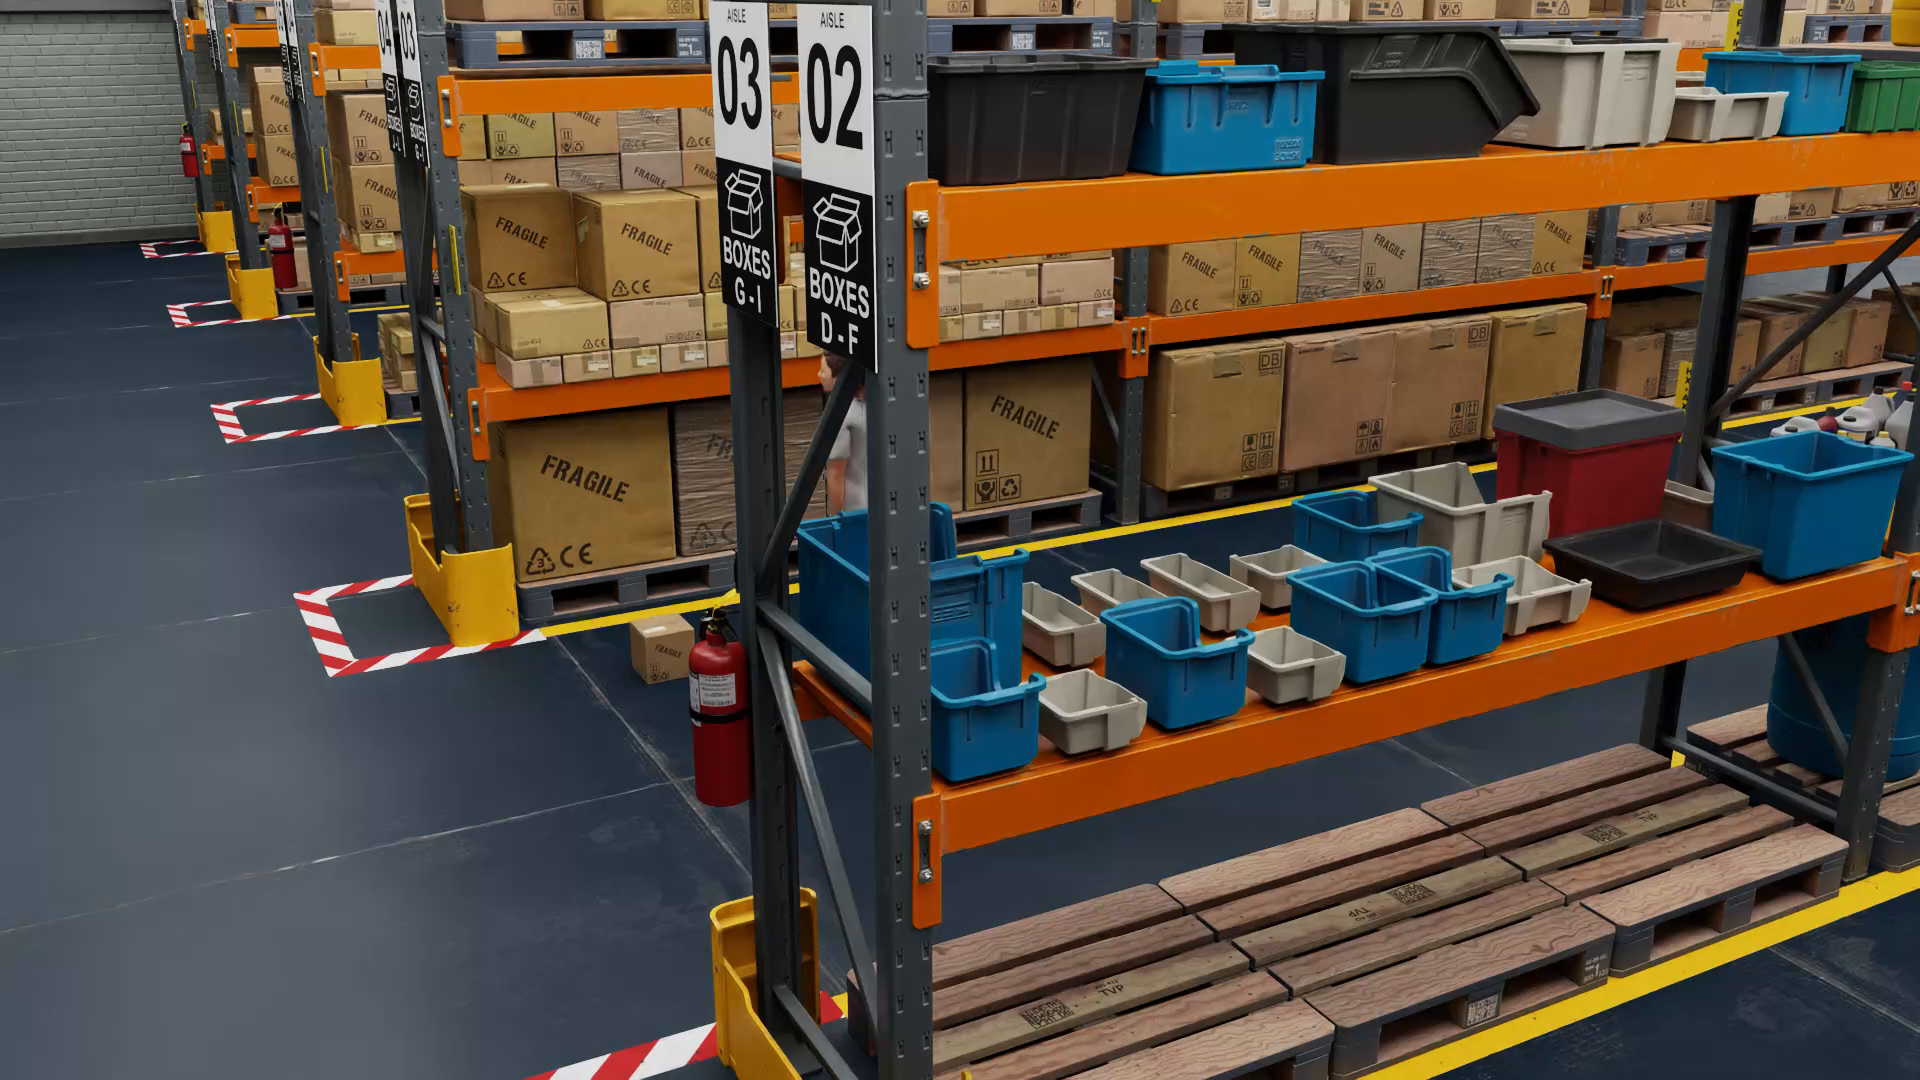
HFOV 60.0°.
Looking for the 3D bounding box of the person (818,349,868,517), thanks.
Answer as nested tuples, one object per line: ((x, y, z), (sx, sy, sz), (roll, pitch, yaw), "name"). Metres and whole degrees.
((-0.431, -0.127, 7.902), (0.480, 1.664, 0.510), (9, 21, 26), "person")
